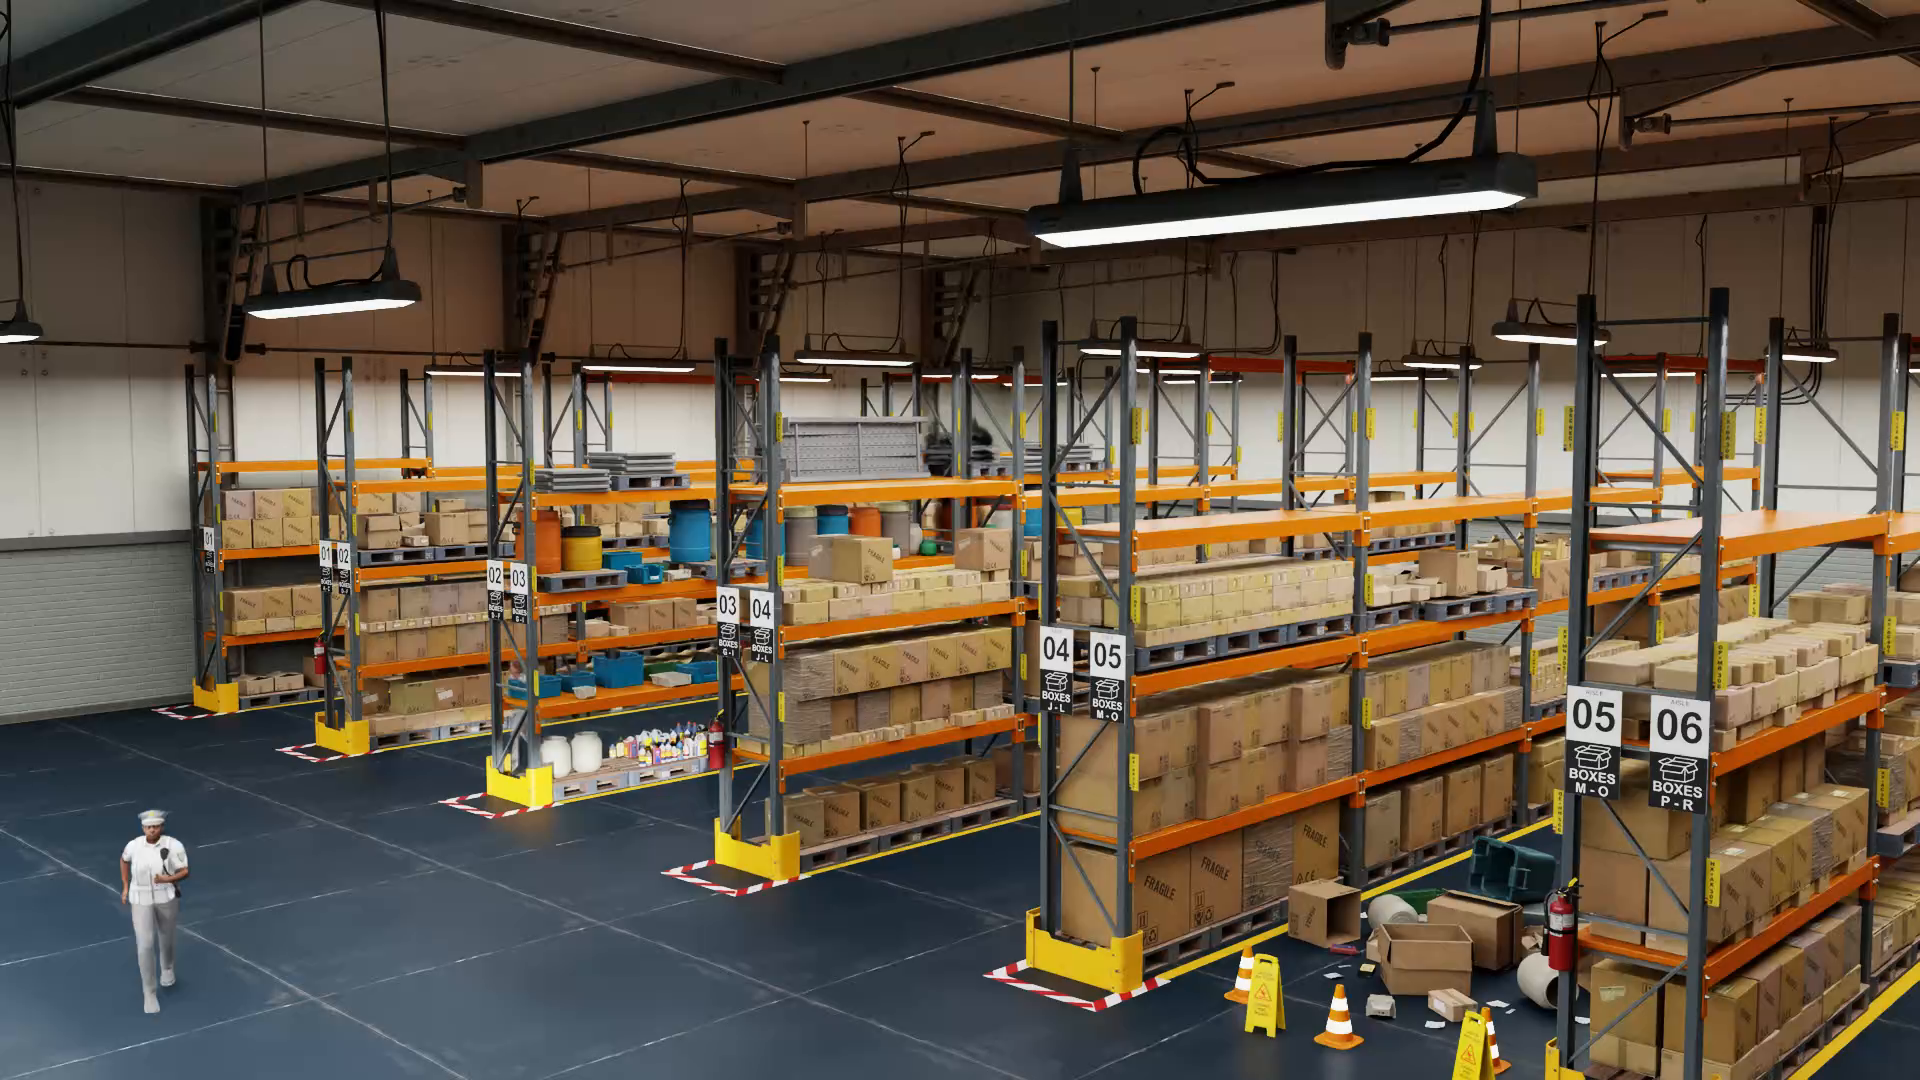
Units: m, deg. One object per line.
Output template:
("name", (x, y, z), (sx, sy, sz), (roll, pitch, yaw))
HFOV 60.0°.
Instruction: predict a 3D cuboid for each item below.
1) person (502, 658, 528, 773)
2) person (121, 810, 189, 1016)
("person", (-6.349, 2.514, 24.033), (0.528, 1.631, 0.751), (4, 6, 39))
("person", (-7.054, 3.194, 14.591), (0.547, 1.738, 0.863), (-2, 5, -25))
